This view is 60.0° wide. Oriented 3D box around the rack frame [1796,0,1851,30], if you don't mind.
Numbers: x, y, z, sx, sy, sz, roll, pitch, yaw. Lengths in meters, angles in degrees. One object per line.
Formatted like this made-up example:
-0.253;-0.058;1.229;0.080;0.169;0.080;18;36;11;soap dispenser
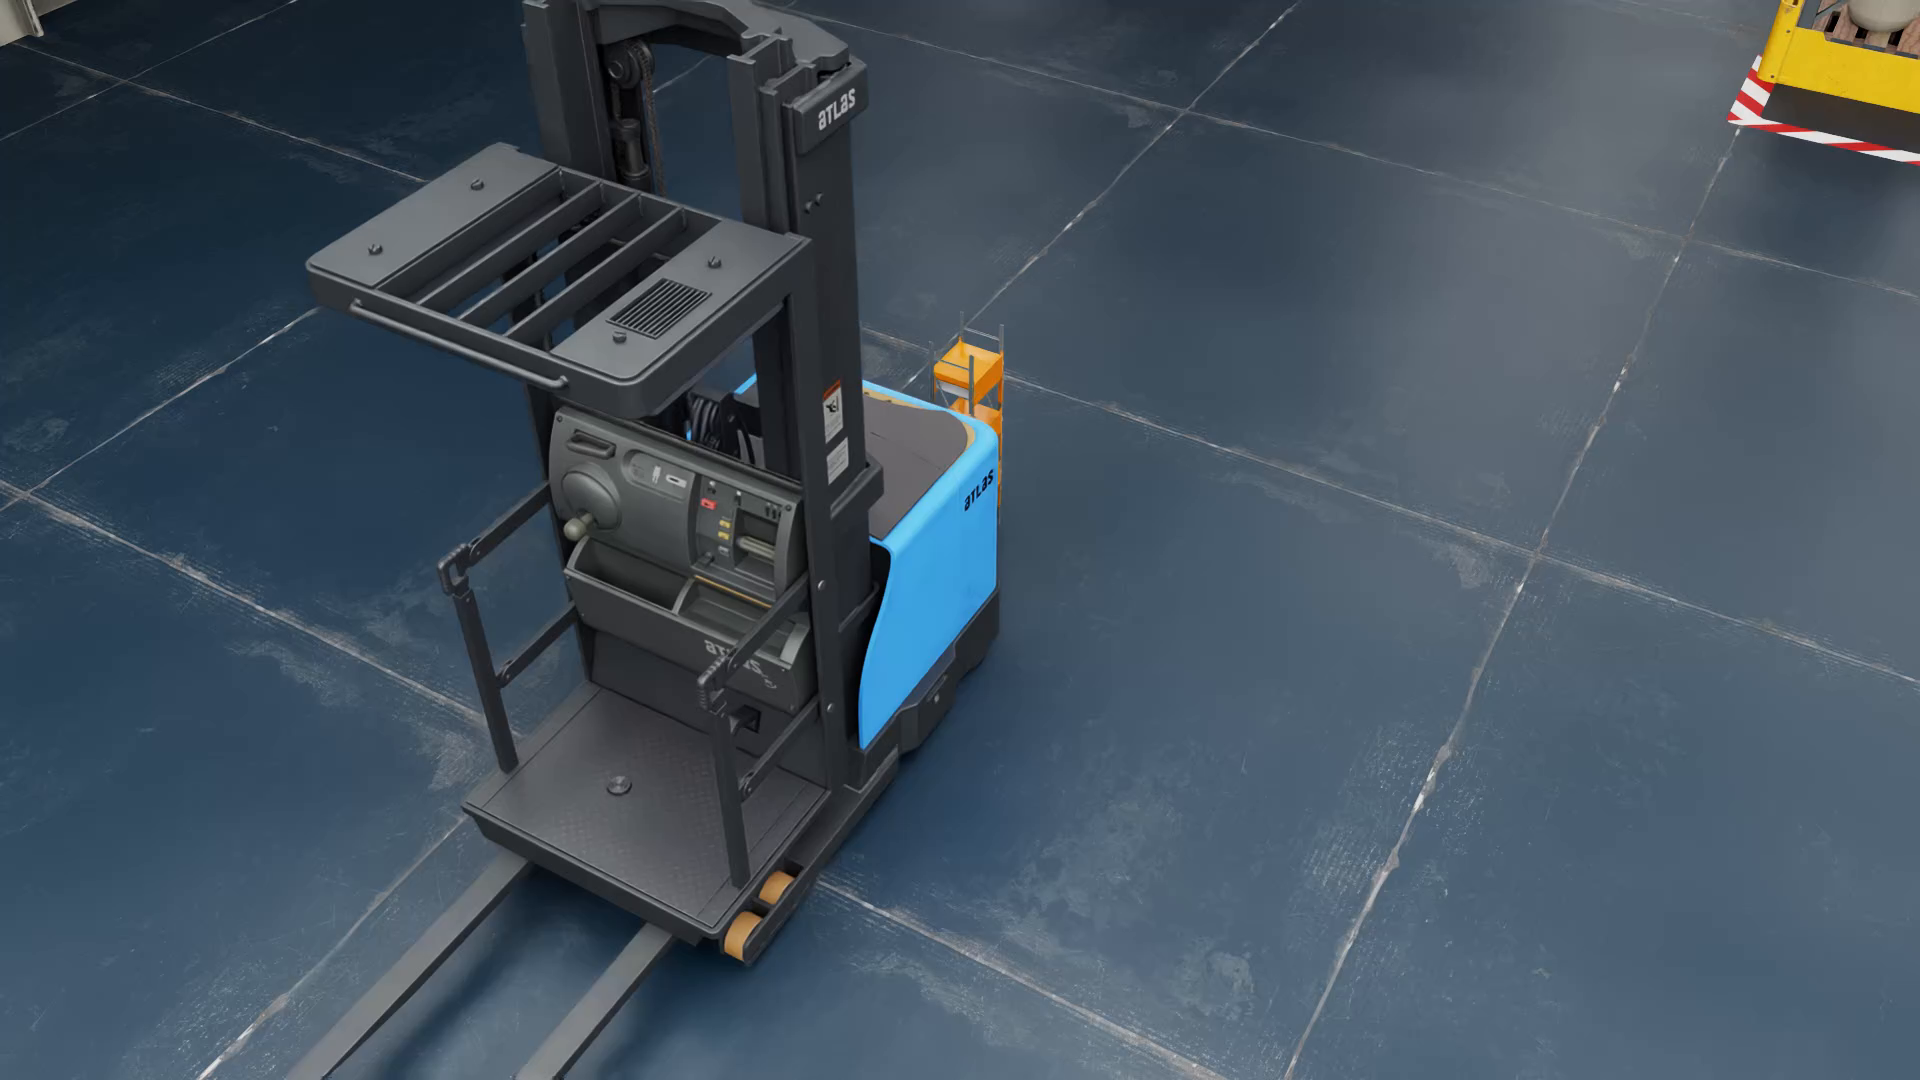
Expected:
5.651;-3.905;9.415;1.000;3.000;0.127;21;45;22;rack frame

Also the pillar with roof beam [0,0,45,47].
-2.601;-5.263;6.417;9.100;9.000;0.400;21;45;22;pillar with roof beam

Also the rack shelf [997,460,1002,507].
0.027;-0.208;7.128;0.215;0.259;0.240;21;45;22;rack shelf

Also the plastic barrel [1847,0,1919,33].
5.914;-3.531;10.555;0.421;0.512;0.421;0;41;0;plastic barrel

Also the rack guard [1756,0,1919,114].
5.648;-3.026;10.308;1.175;0.500;0.348;21;45;22;rack guard

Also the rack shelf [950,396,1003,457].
0.027;-0.417;6.945;0.215;0.259;0.240;21;45;22;rack shelf

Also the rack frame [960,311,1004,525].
0.088;-0.494;7.017;0.200;1.050;0.008;21;45;22;rack frame

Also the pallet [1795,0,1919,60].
6.059;-3.381;10.929;1.003;0.211;1.213;21;45;22;pallet

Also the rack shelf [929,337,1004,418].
0.027;-0.630;6.757;0.215;0.259;0.240;21;45;22;rack shelf

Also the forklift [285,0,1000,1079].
-1.012;-0.026;5.062;1.130;2.935;3.031;21;45;22;forklift

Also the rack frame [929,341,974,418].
-0.034;-0.355;6.859;0.200;1.050;0.008;21;45;22;rack frame

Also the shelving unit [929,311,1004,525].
0.027;-0.425;6.938;0.215;1.050;0.252;21;45;22;shelving unit
